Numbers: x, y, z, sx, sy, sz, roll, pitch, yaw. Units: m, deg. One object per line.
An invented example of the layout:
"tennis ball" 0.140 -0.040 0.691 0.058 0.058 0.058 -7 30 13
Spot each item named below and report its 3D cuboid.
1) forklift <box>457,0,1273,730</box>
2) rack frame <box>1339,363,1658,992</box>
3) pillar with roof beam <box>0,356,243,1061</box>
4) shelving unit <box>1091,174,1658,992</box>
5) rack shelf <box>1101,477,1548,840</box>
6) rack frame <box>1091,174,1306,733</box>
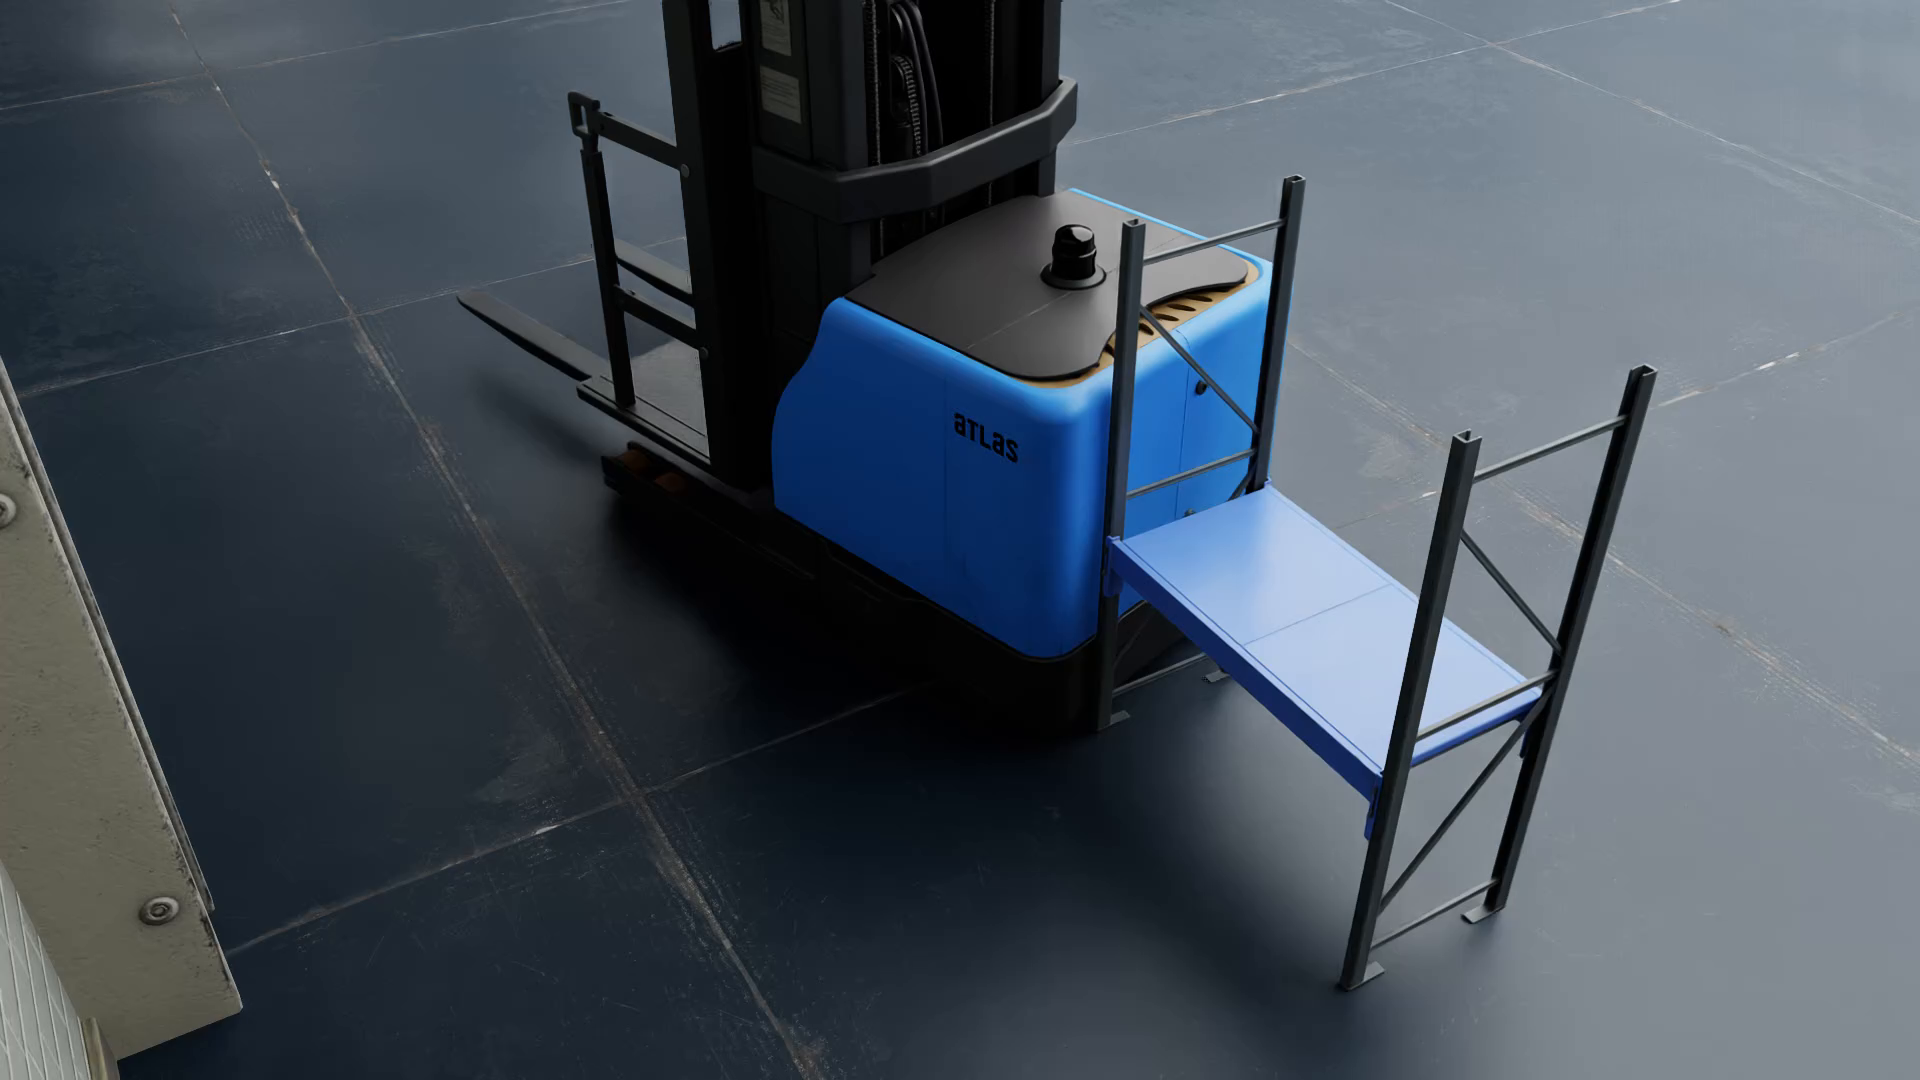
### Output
"forklift" -0.519 -1.429 4.722 3.031 2.935 1.130 29 45 34
"rack frame" 1.100 0.352 3.497 0.500 1.500 0.032 -19 40 -24
"pillar with roof beam" 1.858 -3.895 2.953 9.100 9.000 0.400 -19 40 -24
"shelving unit" 0.841 0.094 3.850 0.538 1.500 1.048 -19 40 -24
"rack shelf" 0.840 0.239 3.956 0.538 0.185 1.000 -19 40 -24
"rack frame" 0.581 -0.164 4.203 0.500 1.500 0.032 -19 40 -24
